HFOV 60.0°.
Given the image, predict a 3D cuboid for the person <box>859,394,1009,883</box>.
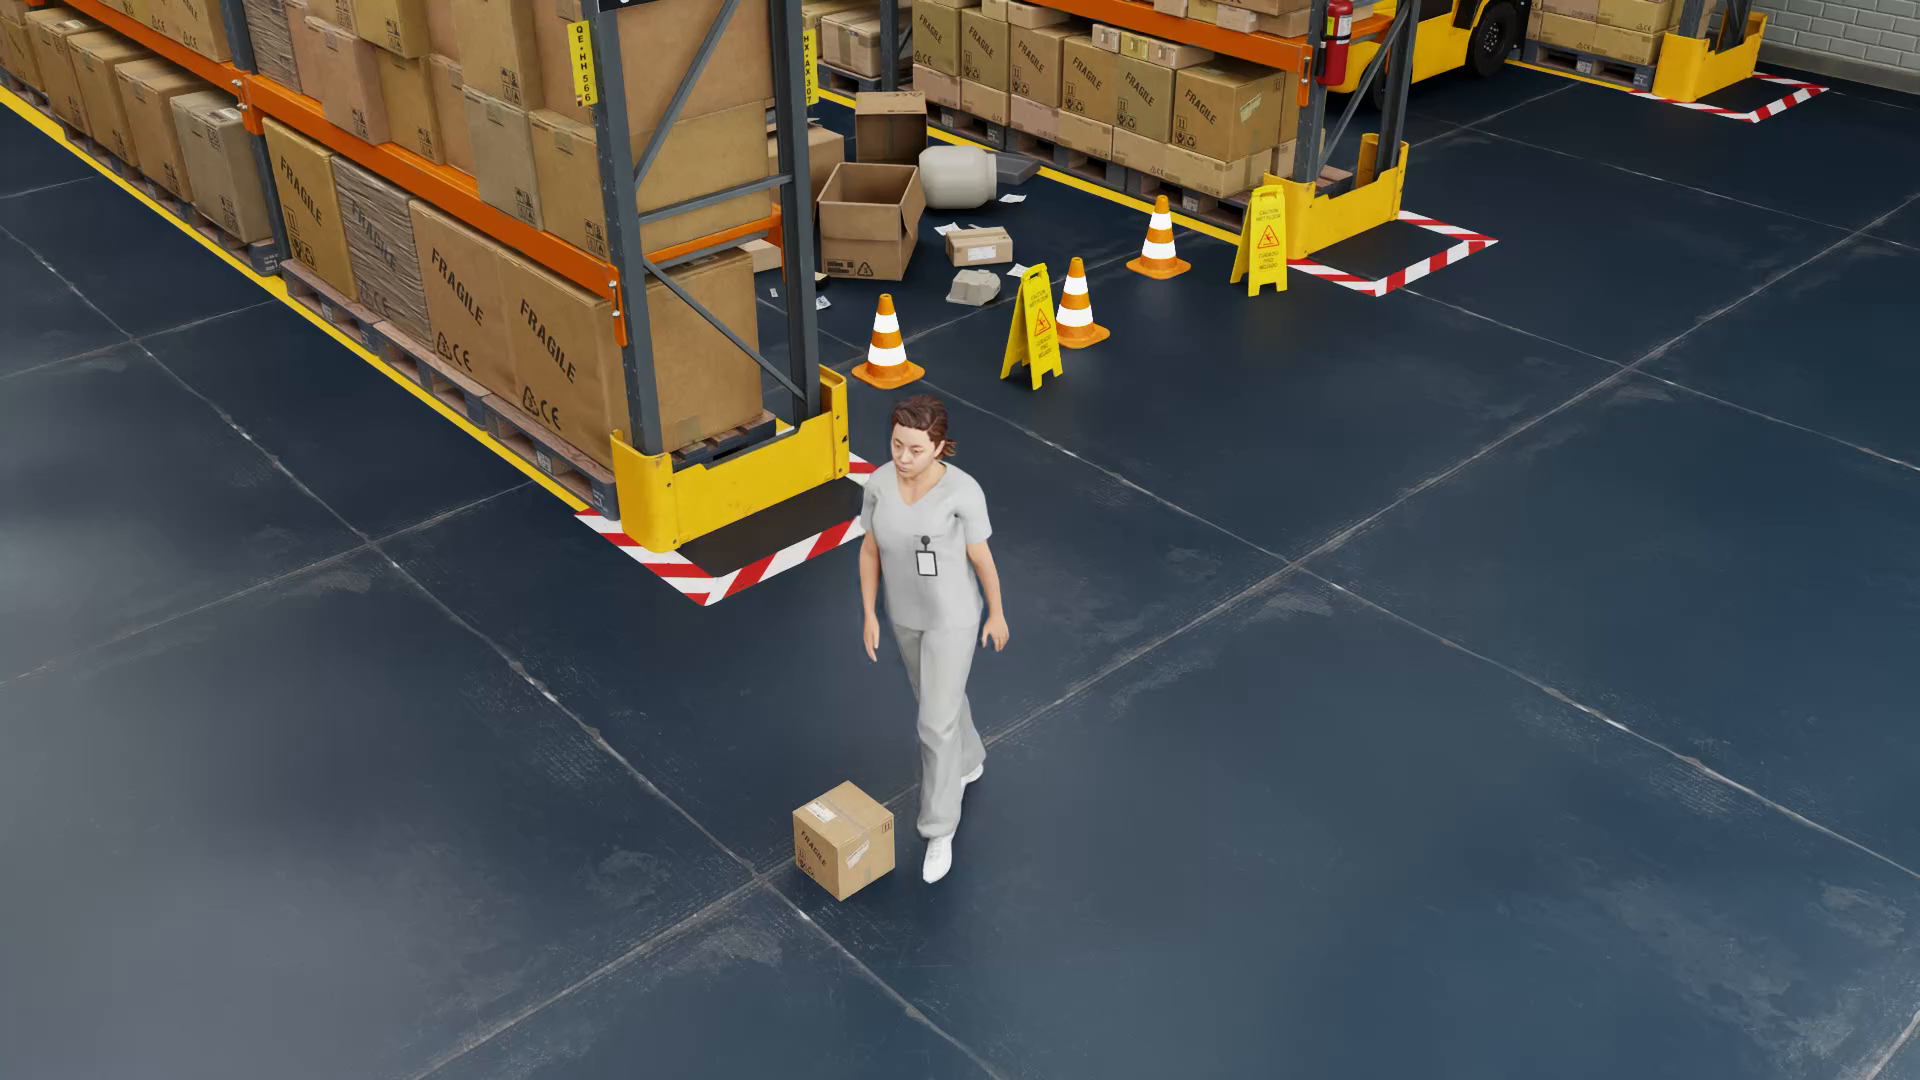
[{"bbox_3d":[-0.127,0.302,5.672,0.496,1.710,0.609,18,36,26],"label":"person"}]
